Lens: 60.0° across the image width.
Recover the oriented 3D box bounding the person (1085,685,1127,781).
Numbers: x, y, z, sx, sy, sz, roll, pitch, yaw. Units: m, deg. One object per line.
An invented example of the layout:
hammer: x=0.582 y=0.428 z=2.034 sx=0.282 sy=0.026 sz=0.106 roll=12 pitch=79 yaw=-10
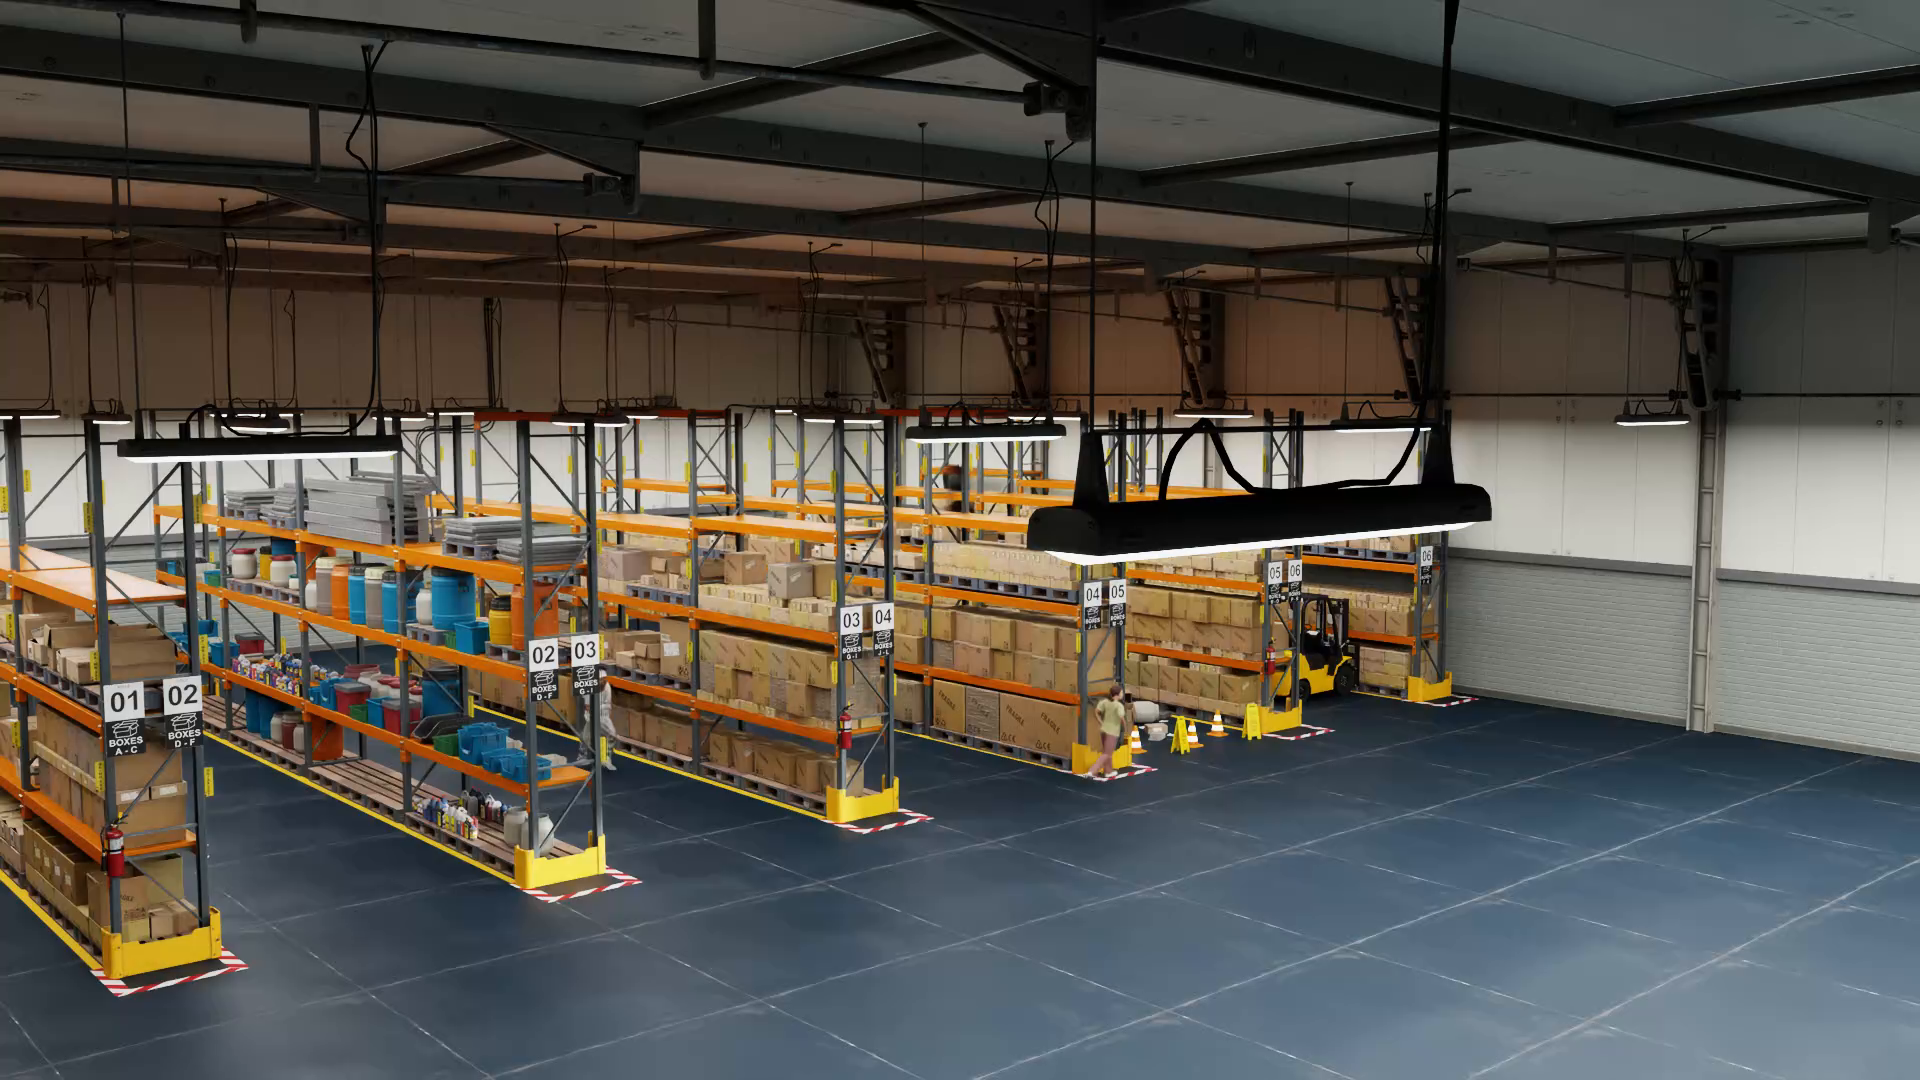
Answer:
person: x=2.466 y=3.140 z=26.982 sx=0.888 sy=1.606 sz=0.662 roll=-5 pitch=7 yaw=-43

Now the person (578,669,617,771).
person: x=-6.074 y=2.999 z=27.863 sx=0.632 sy=1.727 sz=0.993 roll=-5 pitch=7 yaw=-43
